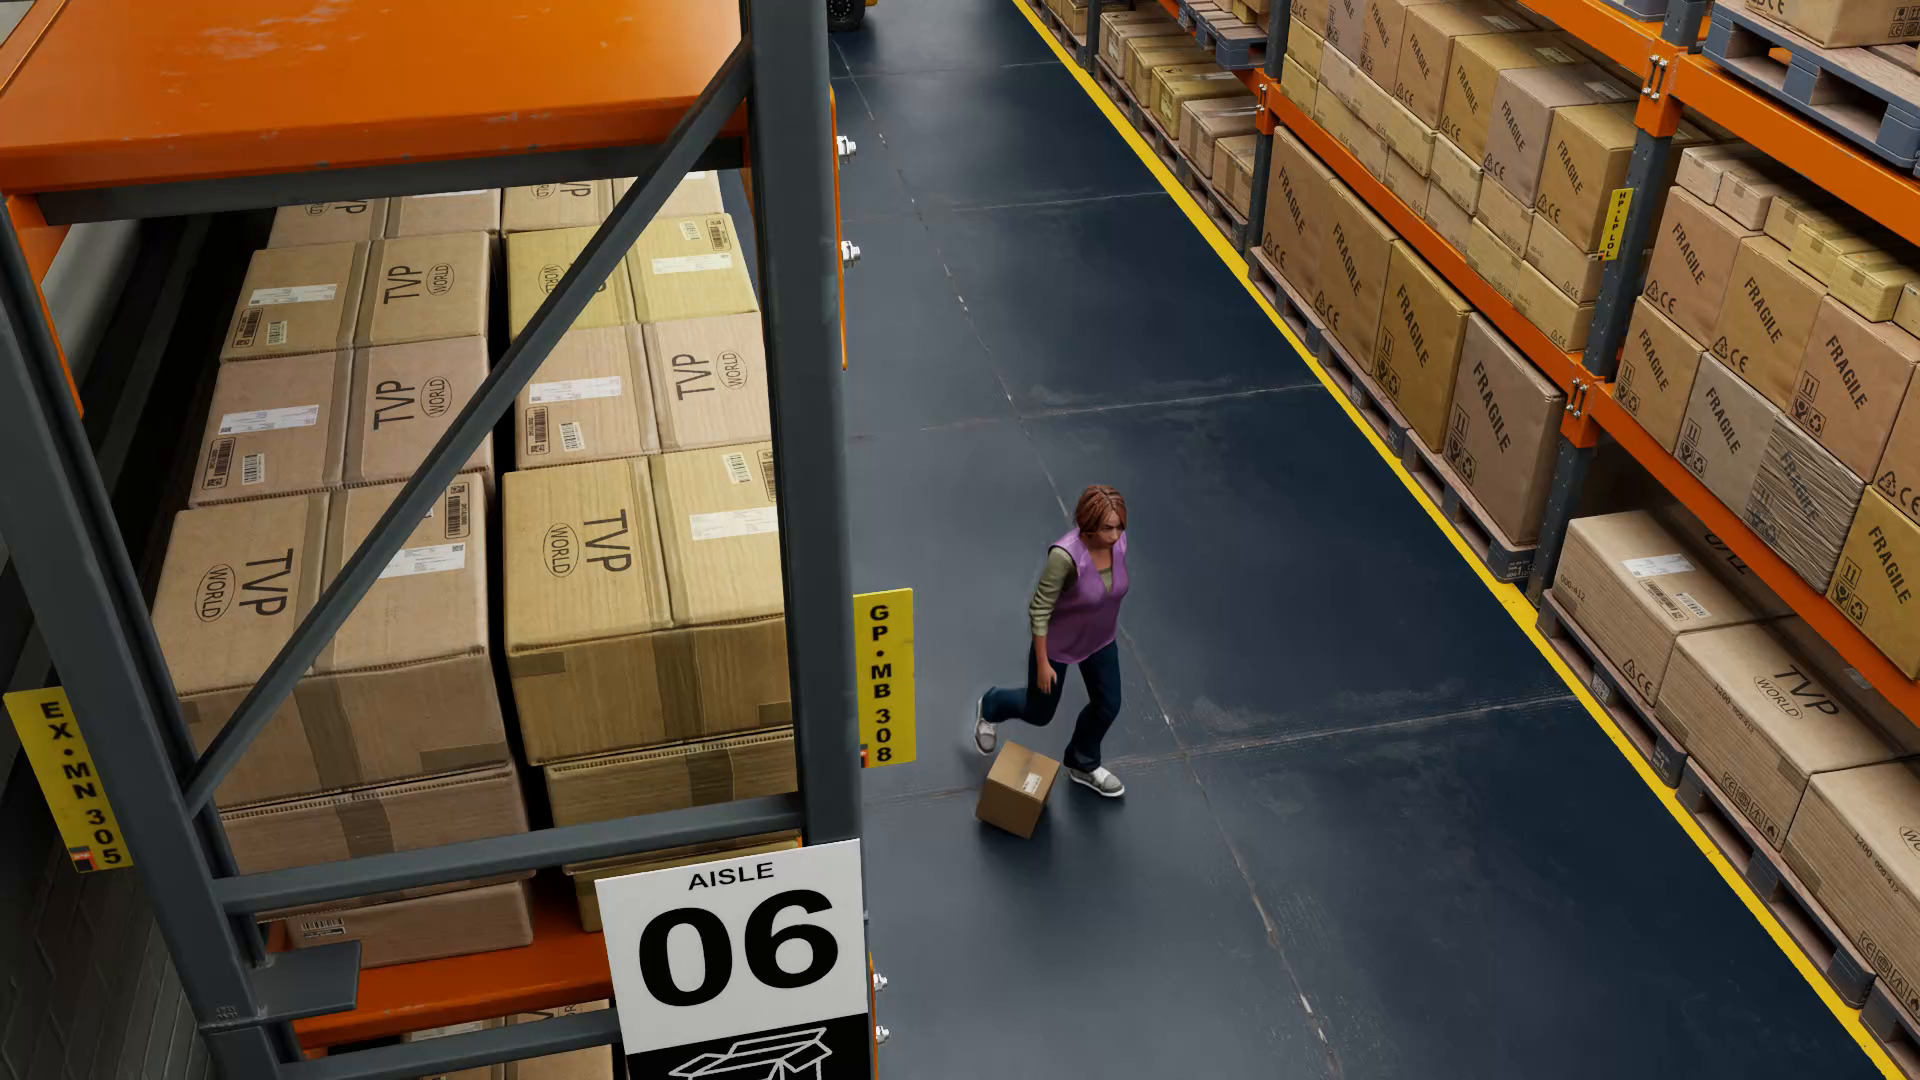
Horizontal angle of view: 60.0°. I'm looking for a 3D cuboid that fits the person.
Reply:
[{"bbox_3d":[0.386,0.356,6.840,0.481,1.555,0.679,-22,40,-28],"label":"person"}]
